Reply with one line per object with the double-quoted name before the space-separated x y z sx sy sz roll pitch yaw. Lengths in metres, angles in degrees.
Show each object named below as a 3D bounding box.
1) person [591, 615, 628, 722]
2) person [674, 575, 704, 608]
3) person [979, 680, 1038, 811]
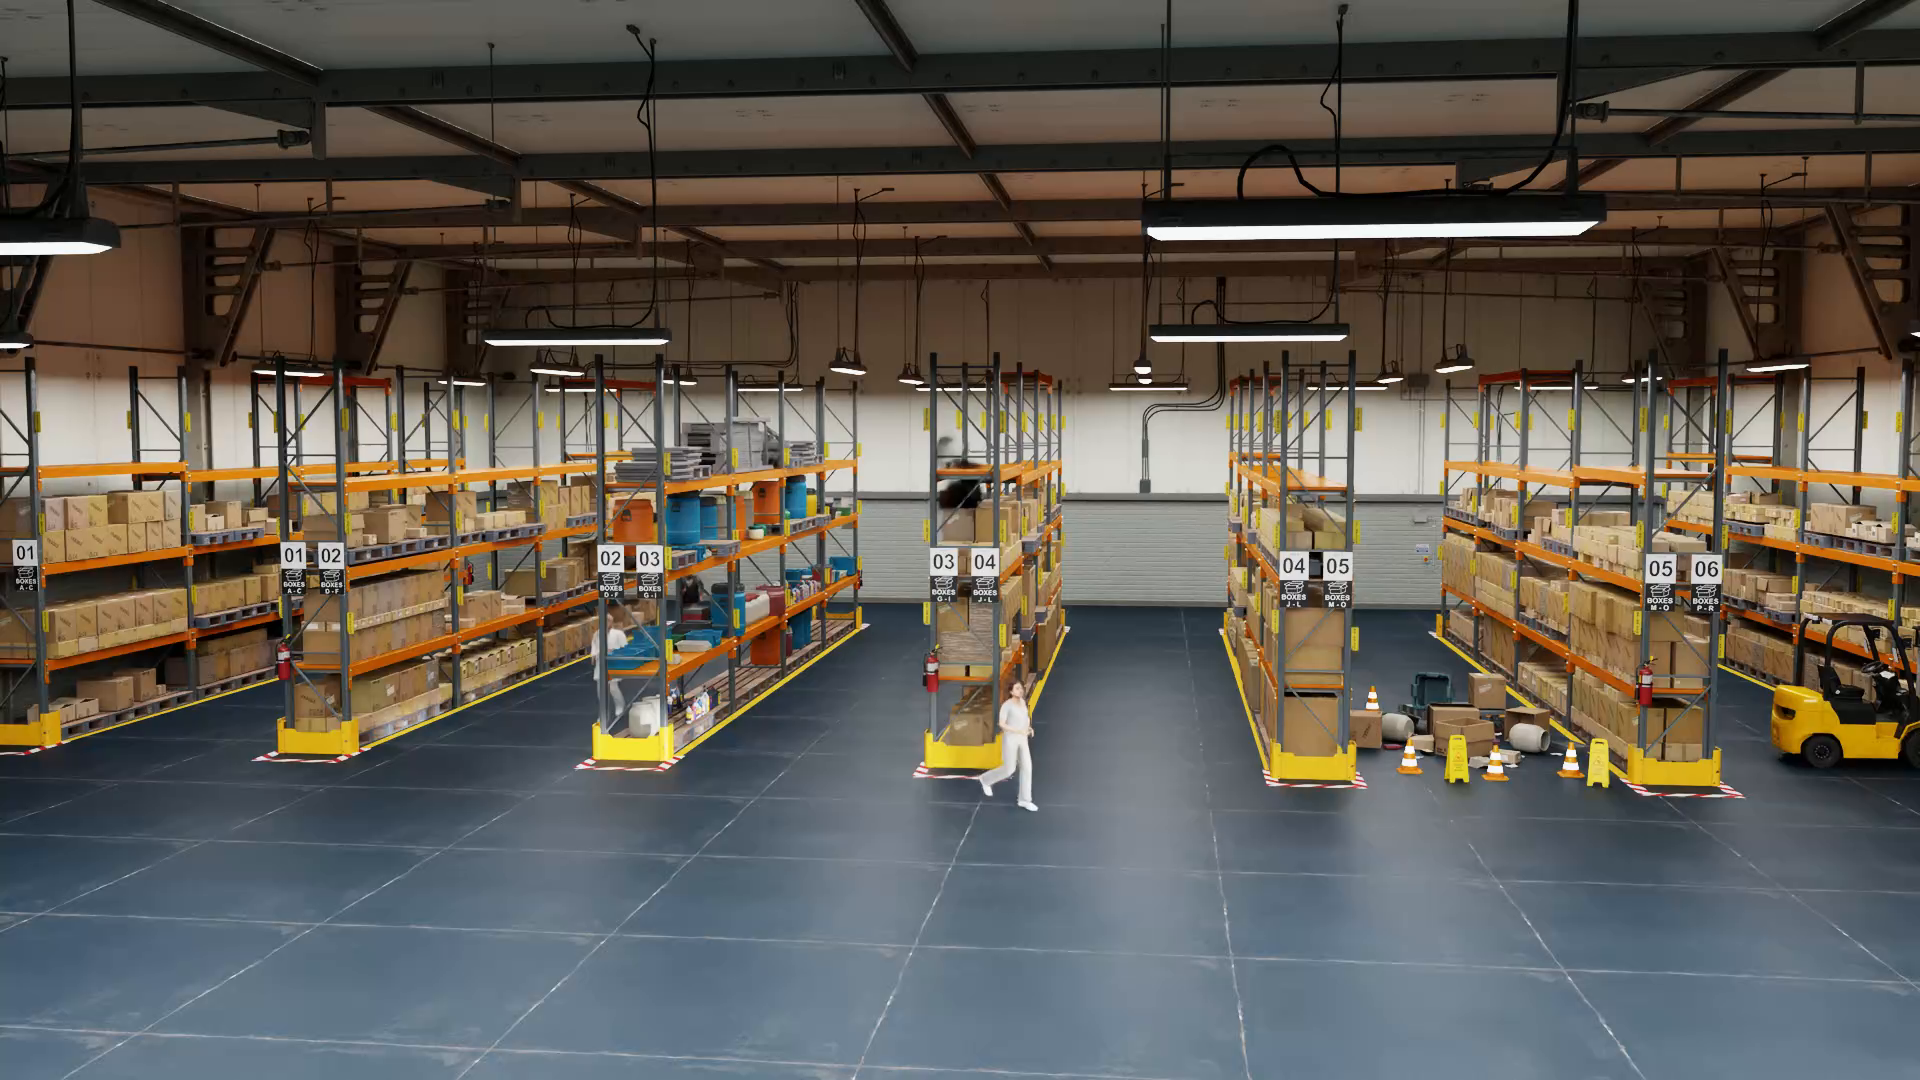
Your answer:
"person" -5.882 2.139 27.835 0.705 1.794 0.921 1 4 7
"person" -6.151 1.446 37.732 0.652 1.713 0.969 0 4 -7
"person" 0.680 2.648 21.703 0.577 1.671 0.902 -4 6 -45
